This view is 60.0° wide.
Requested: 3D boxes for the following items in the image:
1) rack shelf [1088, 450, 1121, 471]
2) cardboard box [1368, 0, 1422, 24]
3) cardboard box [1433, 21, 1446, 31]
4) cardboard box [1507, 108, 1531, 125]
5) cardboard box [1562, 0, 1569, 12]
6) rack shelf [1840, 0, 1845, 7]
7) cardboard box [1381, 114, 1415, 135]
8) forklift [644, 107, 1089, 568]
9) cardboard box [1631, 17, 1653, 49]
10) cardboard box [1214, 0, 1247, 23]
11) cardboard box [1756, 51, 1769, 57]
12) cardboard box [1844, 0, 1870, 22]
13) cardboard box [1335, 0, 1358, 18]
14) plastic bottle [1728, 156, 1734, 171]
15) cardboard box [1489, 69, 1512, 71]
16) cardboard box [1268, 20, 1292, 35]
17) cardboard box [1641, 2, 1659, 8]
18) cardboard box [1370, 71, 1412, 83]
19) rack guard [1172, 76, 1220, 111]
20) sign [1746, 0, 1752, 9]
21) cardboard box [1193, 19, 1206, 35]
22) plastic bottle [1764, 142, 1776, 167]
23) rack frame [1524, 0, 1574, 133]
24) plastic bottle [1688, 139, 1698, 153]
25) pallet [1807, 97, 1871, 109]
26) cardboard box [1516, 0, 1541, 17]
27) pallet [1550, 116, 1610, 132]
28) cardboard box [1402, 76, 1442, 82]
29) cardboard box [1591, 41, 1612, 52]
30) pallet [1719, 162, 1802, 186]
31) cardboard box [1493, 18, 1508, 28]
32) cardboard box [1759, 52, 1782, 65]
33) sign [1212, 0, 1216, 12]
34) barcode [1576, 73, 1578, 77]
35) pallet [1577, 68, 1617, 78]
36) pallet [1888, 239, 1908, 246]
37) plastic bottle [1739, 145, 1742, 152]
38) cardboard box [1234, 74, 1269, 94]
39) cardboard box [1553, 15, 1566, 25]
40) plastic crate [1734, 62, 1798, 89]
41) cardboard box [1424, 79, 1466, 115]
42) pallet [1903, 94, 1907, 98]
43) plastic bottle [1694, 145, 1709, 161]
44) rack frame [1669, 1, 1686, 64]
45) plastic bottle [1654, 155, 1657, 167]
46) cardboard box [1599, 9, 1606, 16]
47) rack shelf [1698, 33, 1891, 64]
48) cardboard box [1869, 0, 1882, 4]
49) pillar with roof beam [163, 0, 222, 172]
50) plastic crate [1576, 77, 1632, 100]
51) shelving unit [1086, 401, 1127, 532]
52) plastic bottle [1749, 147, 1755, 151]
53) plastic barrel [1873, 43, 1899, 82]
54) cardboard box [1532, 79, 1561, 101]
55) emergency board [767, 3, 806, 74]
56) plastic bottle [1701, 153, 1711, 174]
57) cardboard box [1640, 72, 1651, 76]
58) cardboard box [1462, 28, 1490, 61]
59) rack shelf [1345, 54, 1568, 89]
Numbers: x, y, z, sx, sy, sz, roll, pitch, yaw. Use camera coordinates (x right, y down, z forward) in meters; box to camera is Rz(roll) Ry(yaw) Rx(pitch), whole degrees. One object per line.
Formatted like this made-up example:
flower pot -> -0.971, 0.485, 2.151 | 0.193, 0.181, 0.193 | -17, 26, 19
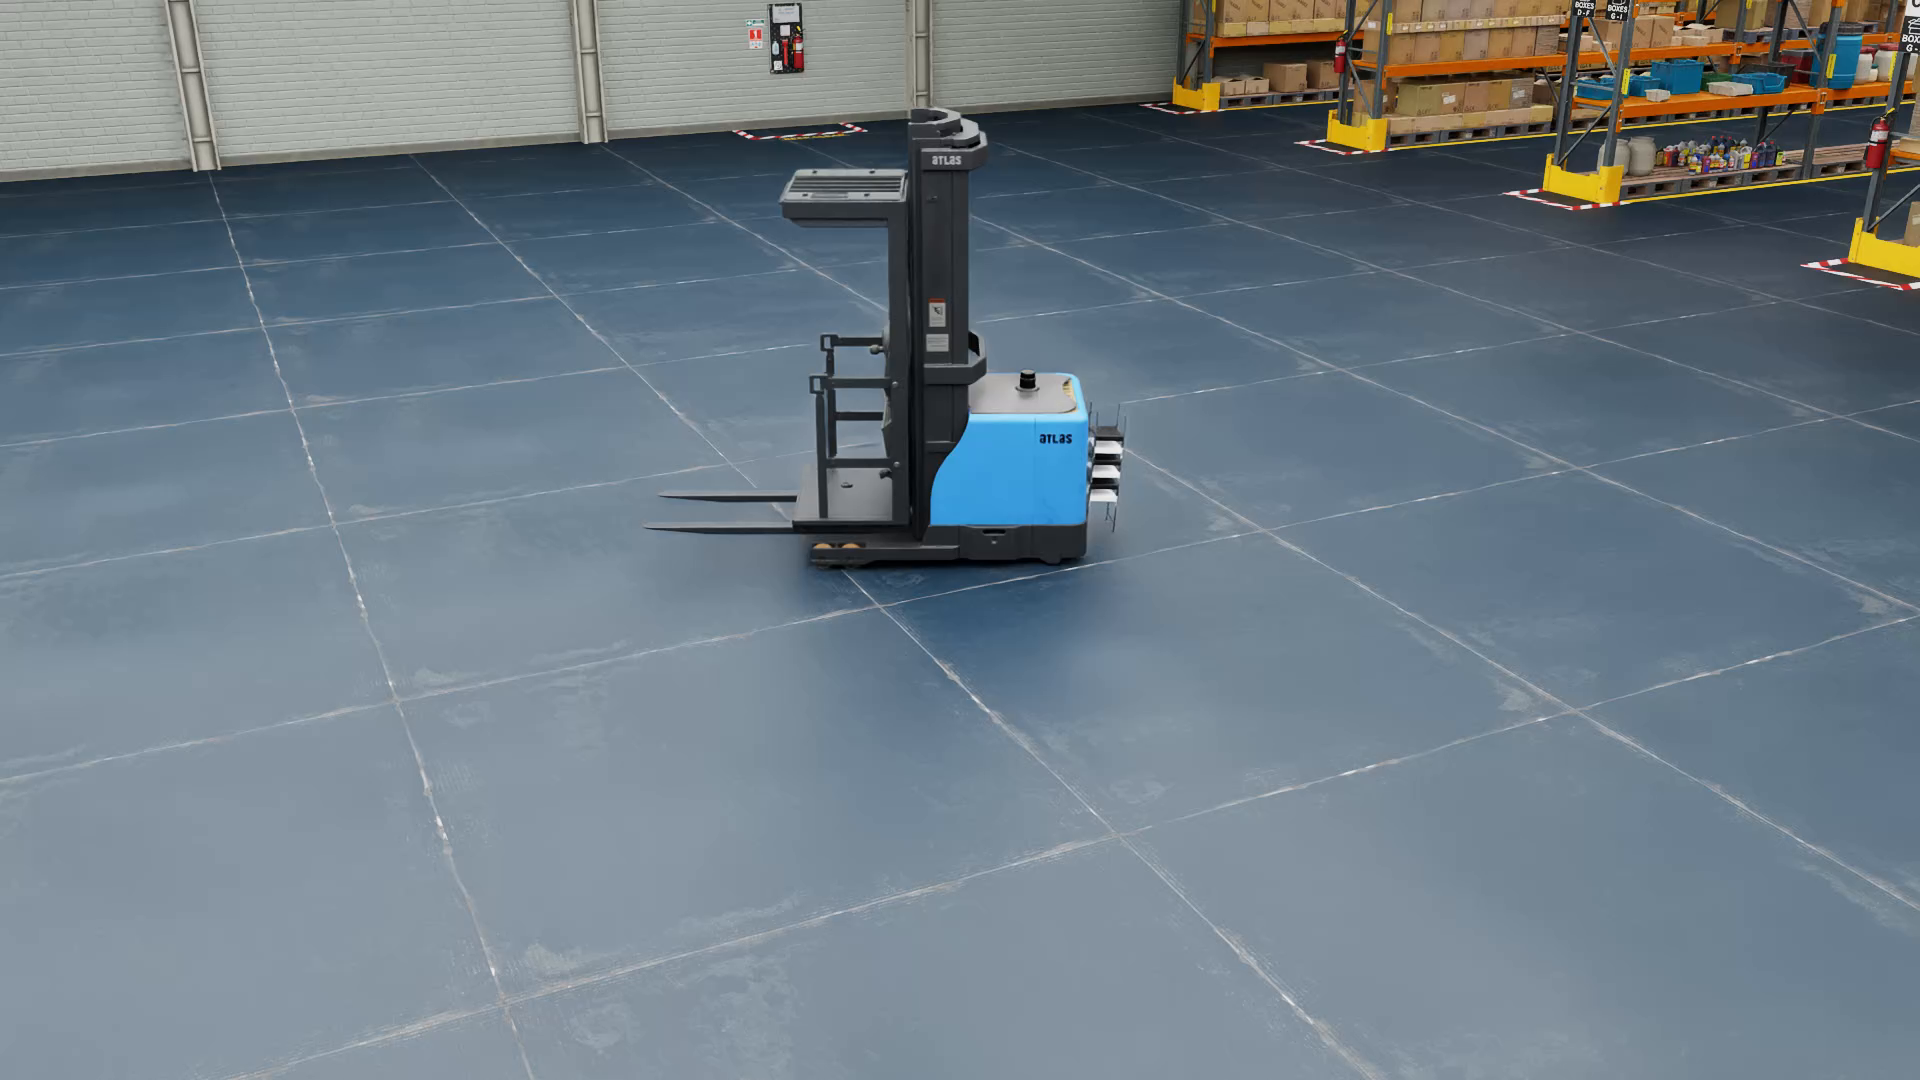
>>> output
rack shelf -> 1.015, -0.569, 11.783 | 0.200, 0.077, 0.258 | 1, 22, -9
cardboard box -> 7.047, -8.664, 26.932 | 0.500, 0.500, 0.700 | -10, 25, -23
cardboard box -> 7.711, -8.400, 27.143 | 0.250, 0.149, 0.380 | -11, 25, -24
cardboard box -> 9.400, -7.292, 28.491 | 0.500, 0.250, 0.500 | -10, 25, -24
cardboard box -> 12.179, -11.156, 34.232 | 0.500, 0.500, 0.500 | -10, 24, -22
rack shelf -> 14.125, -8.278, 24.845 | 4.000, 0.370, 1.077 | -10, 25, -24
cardboard box -> 7.153, -6.873, 27.477 | 0.500, 0.250, 0.500 | -10, 25, -24
forklift -> -0.653, -1.364, 11.214 | 3.031, 2.935, 1.130 | 0, 22, 0
cardboard box -> 11.803, -8.939, 29.292 | 0.500, 0.500, 0.500 | -10, 25, -24
cardboard box -> 4.982, -9.905, 30.947 | 0.500, 0.500, 0.500 | -10, 25, -24
cardboard box -> 17.801, -11.103, 37.370 | 0.500, 0.500, 0.700 | -11, 25, -24
cardboard box -> 16.862, -10.166, 31.708 | 0.700, 0.500, 0.500 | 21, 30, 41
cardboard box -> 7.287, -10.324, 31.957 | 0.500, 0.500, 0.500 | -11, 25, -24
plastic bottle -> 11.161, -5.457, 24.094 | 0.097, 0.201, 0.097 | 0, 22, 0
cardboard box -> 11.004, -9.881, 34.392 | 0.500, 0.500, 0.700 | -10, 25, -23
cardboard box -> 5.923, -9.728, 31.500 | 0.500, 0.250, 0.500 | -11, 25, -24
cardboard box -> 14.472, -11.575, 35.246 | 0.500, 0.500, 0.500 | -10, 25, -23
cardboard box -> 8.682, -9.483, 33.430 | 0.500, 0.500, 0.700 | -10, 24, -22
rack guard -> 4.490, -8.501, 31.633 | 0.348, 0.500, 1.175 | -10, 25, -24
sign -> 14.026, -9.608, 29.526 | 0.005, 0.325, 0.100 | -10, 25, -24
cardboard box -> 4.759, -9.728, 31.498 | 0.500, 0.250, 0.500 | -10, 25, -23
plastic bottle -> 11.867, -5.666, 24.404 | 0.185, 0.351, 0.144 | -11, 25, -25
rack frame -> 10.178, -8.600, 28.605 | 0.127, 3.000, 1.000 | -10, 25, -24
plastic bottle -> 10.862, -5.779, 24.678 | 0.185, 0.351, 0.144 | -11, 25, -24
pallet -> 16.670, -8.491, 31.987 | 1.213, 0.211, 1.003 | -10, 25, -24
cardboard box -> 9.326, -9.086, 27.951 | 0.500, 0.500, 0.700 | -10, 25, -24
pallet -> 10.825, -7.448, 29.466 | 1.213, 0.211, 1.003 | -10, 25, -24
cardboard box -> 7.822, -7.569, 28.180 | 0.500, 0.500, 0.500 | -10, 25, -24
cardboard box -> 11.065, -8.561, 28.838 | 0.250, 0.149, 0.380 | -10, 25, -24
pallet -> 11.700, -5.507, 24.778 | 1.213, 0.211, 1.003 | -10, 25, -24
cardboard box -> 8.881, -8.617, 27.667 | 0.250, 0.149, 0.380 | -10, 24, -22
cardboard box -> 15.492, -9.077, 31.468 | 0.500, 0.250, 0.500 | -11, 25, -25
sign -> 4.657, -9.856, 30.507 | 0.005, 0.325, 0.100 | -10, 25, -24
barcode -> 10.588, -7.991, 28.571 | 0.075, 0.075, 0.001 | -10, 25, -24
pallet -> 13.471, -9.988, 35.602 | 1.213, 0.211, 1.003 | -10, 25, -24
pallet -> 11.682, -3.369, 19.613 | 1.213, 0.211, 1.003 | -10, 25, -24
plastic bottle -> 11.754, -5.884, 25.127 | 0.097, 0.201, 0.097 | 0, 22, 0
cardboard box -> 5.598, -8.783, 31.986 | 0.500, 0.311, 0.500 | -8, 24, -19
cardboard box -> 10.026, -8.827, 28.174 | 0.250, 0.149, 0.380 | -10, 25, -24
plastic crate -> 11.796, -6.821, 24.387 | 0.504, 0.338, 0.767 | -10, 25, -24
cardboard box -> 8.048, -7.390, 27.747 | 0.500, 0.500, 0.500 | -10, 25, -24
pallet -> 19.106, -8.956, 33.111 | 1.213, 0.211, 1.003 | -10, 25, -24
plastic bottle -> 10.949, -5.698, 24.579 | 0.135, 0.276, 0.152 | -10, 25, -24
rack frame -> 15.235, -11.634, 35.933 | 0.127, 3.000, 1.000 | -10, 25, -24
plastic bottle -> 10.183, -5.595, 24.429 | 0.097, 0.201, 0.097 | 0, 22, 0
cardboard box -> 13.405, -11.097, 34.938 | 0.250, 0.149, 0.380 | -10, 25, -23
rack shelf -> 15.584, -9.263, 31.147 | 4.000, 0.370, 1.077 | -10, 25, -24
cardboard box -> 17.730, -10.609, 32.018 | 0.500, 0.500, 0.500 | -10, 25, -23
pillar with roof beam -> -9.675, -8.360, 20.181 | 0.400, 9.000, 9.100 | -10, 25, -24
plastic crate -> 9.040, -6.347, 23.355 | 0.616, 0.251, 0.499 | -10, 25, -24
shelving unit -> 1.011, -0.516, 11.804 | 0.210, 0.900, 0.258 | 1, 22, -9
plastic bottle -> 11.608, -5.646, 24.455 | 0.135, 0.276, 0.152 | -10, 25, -24
plastic barrel -> 13.941, -7.160, 24.948 | 0.433, 0.535, 0.433 | 0, 22, 0
cardboard box -> 10.418, -7.949, 29.344 | 0.500, 0.311, 0.500 | -10, 25, -24
emergency board -> -2.972, -8.666, 28.762 | 0.643, 1.169, 0.194 | -10, 25, -24
plastic bottle -> 10.699, -5.402, 23.855 | 0.133, 0.283, 0.061 | -10, 25, -23
cardboard box -> 12.713, -8.371, 30.363 | 0.500, 0.311, 0.500 | -11, 25, -25
cardboard box -> 8.394, -8.314, 27.782 | 0.500, 0.500, 0.700 | -10, 24, -22
rack shelf -> 8.376, -7.936, 27.941 | 4.000, 0.370, 1.077 | -10, 25, -24
